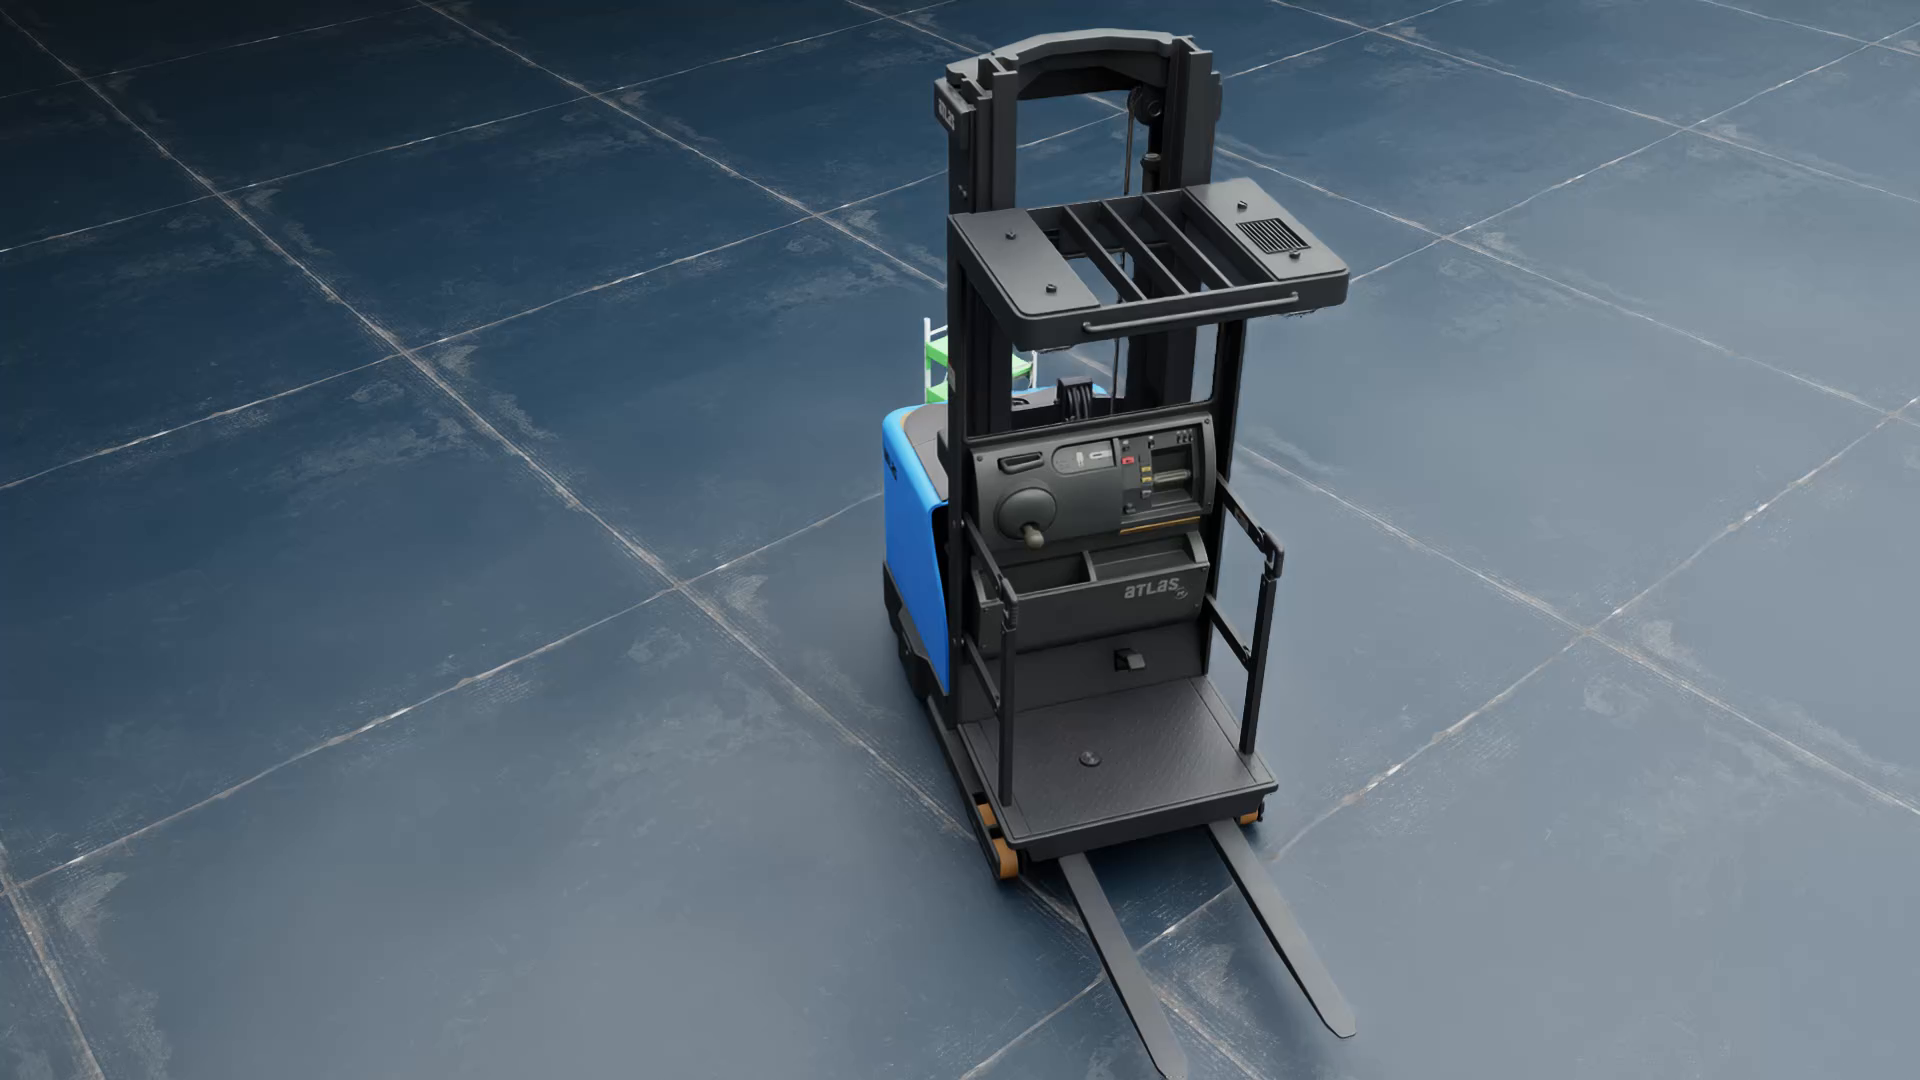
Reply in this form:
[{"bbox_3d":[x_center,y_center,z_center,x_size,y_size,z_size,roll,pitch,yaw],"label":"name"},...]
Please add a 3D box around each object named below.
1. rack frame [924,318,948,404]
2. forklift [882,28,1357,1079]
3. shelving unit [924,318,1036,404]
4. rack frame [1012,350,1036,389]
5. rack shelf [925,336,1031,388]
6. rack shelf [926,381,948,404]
[{"bbox_3d":[-0.067,-0.562,8.006,0.240,1.200,0.015,-26,43,-32],"label":"rack frame"},{"bbox_3d":[0.564,-0.149,5.925,1.130,2.935,3.031,-10,37,-14],"label":"forklift"},{"bbox_3d":[0.089,-0.454,7.853,0.258,1.200,0.503,-26,43,-32],"label":"shelving unit"},{"bbox_3d":[0.245,-0.346,7.700,0.240,1.200,0.015,-26,43,-32],"label":"rack frame"},{"bbox_3d":[0.089,-0.794,7.612,0.258,0.148,0.480,-26,43,-32],"label":"rack shelf"},{"bbox_3d":[0.089,-0.598,7.751,0.258,0.148,0.480,-26,43,-32],"label":"rack shelf"}]
